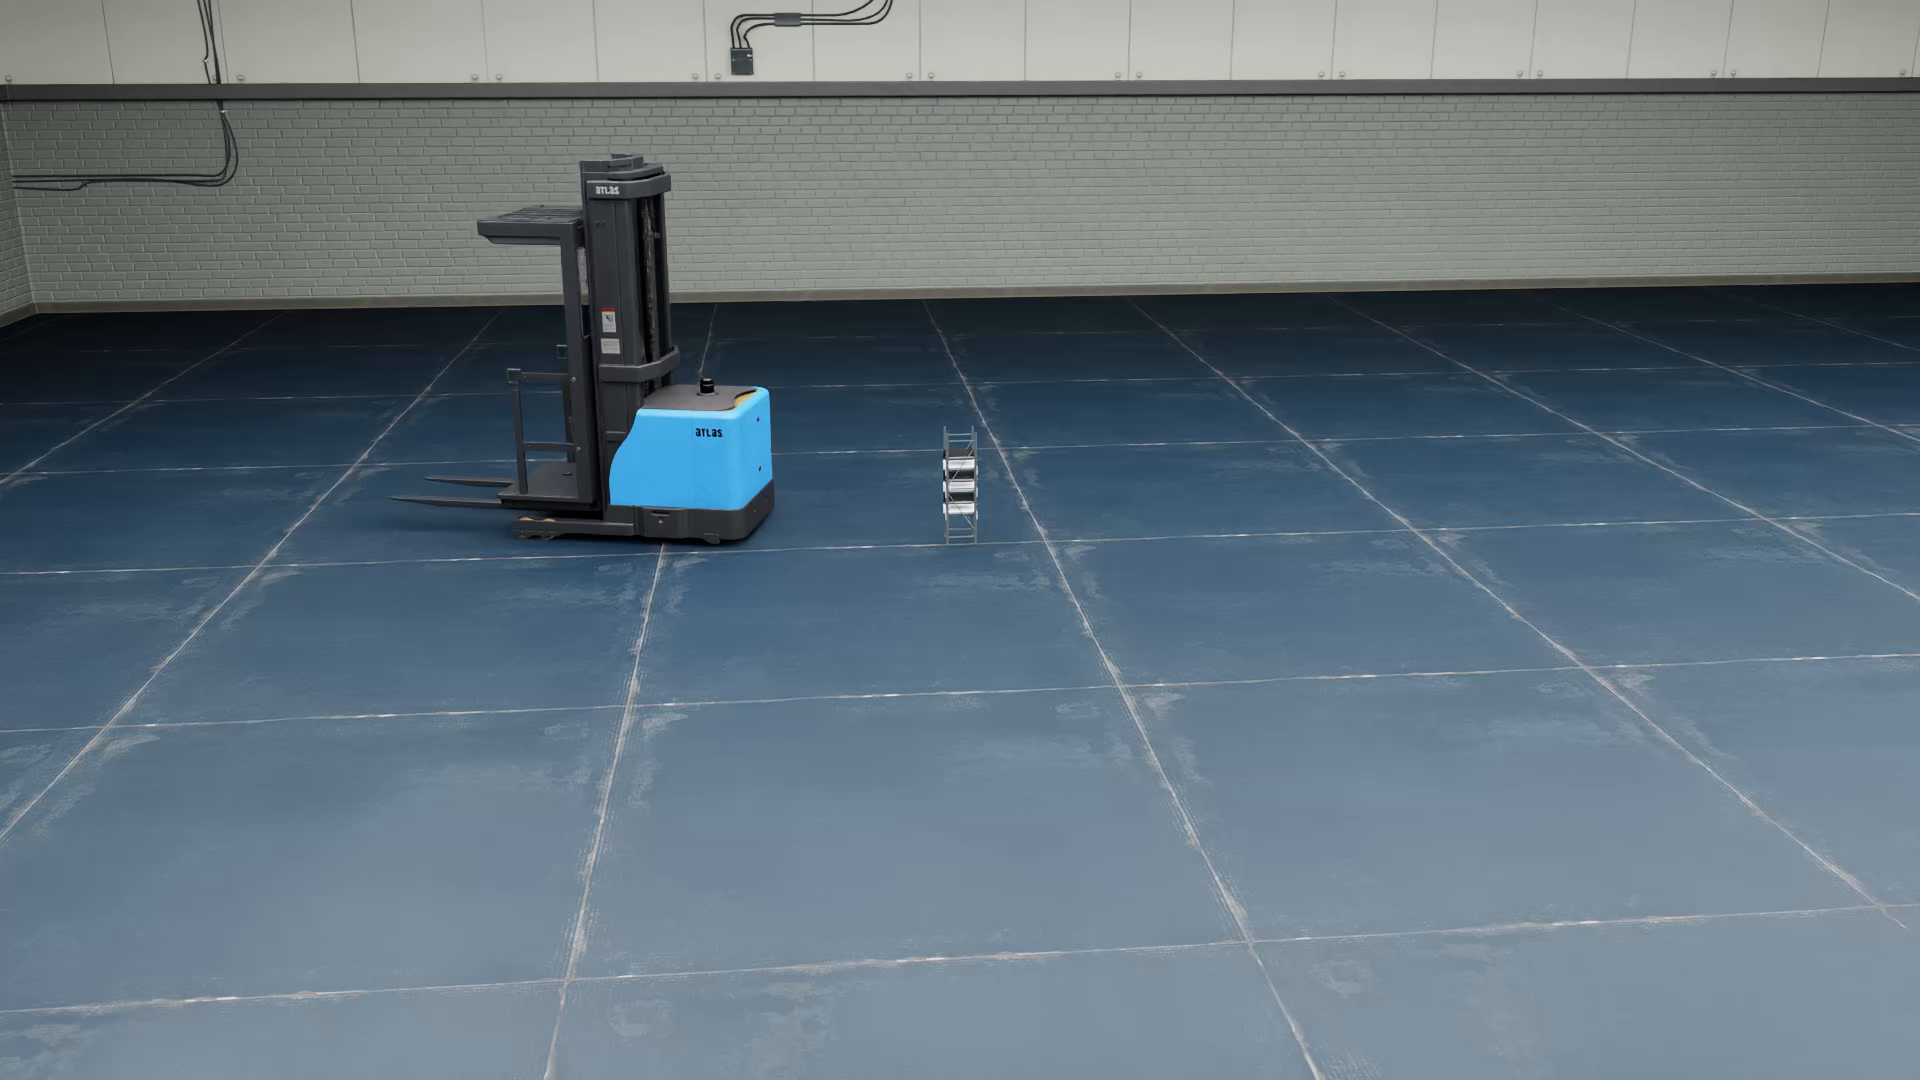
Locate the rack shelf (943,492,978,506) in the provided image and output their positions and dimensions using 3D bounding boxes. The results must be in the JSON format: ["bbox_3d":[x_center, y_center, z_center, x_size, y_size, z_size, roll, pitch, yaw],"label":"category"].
[{"bbox_3d":[0.001,-0.309,13.072,0.258,0.077,0.200,-2,18,-6],"label":"rack shelf"}]

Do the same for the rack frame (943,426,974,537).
[{"bbox_3d":[-0.010,-0.457,13.131,0.240,0.900,0.006,-2,18,-6],"label":"rack frame"}]

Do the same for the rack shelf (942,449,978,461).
[{"bbox_3d":[0.001,-0.653,12.964,0.258,0.077,0.200,-2,18,-6],"label":"rack shelf"}]

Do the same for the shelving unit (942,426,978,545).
[{"bbox_3d":[0.001,-0.427,13.035,0.258,0.900,0.210,-2,18,-6],"label":"shelving unit"}]

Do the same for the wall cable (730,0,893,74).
[{"bbox_3d":[-2.048,-9.412,22.457,2.305,6.003,0.169,-2,18,-6],"label":"wall cable"}]

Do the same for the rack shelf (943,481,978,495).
[{"bbox_3d":[0.001,-0.395,13.045,0.258,0.077,0.200,-2,18,-6],"label":"rack shelf"}]

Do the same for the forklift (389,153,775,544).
[{"bbox_3d":[-3.104,-1.554,13.233,3.031,2.935,1.130,3,18,9],"label":"forklift"}]

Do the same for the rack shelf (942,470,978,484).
[{"bbox_3d":[0.001,-0.481,13.018,0.258,0.077,0.200,-2,18,-6],"label":"rack shelf"}]

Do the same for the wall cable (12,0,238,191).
[{"bbox_3d":[-11.492,-6.020,22.512,3.097,2.526,0.112,-2,18,-6],"label":"wall cable"}]

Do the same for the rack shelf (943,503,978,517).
[{"bbox_3d":[0.001,-0.223,13.098,0.258,0.077,0.200,-2,18,-6],"label":"rack shelf"}]

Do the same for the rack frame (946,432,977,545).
[{"bbox_3d":[0.011,-0.397,12.938,0.240,0.900,0.006,-2,18,-6],"label":"rack frame"}]

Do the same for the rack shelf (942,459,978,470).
[{"bbox_3d":[0.001,-0.567,12.991,0.258,0.077,0.200,-2,18,-6],"label":"rack shelf"}]
